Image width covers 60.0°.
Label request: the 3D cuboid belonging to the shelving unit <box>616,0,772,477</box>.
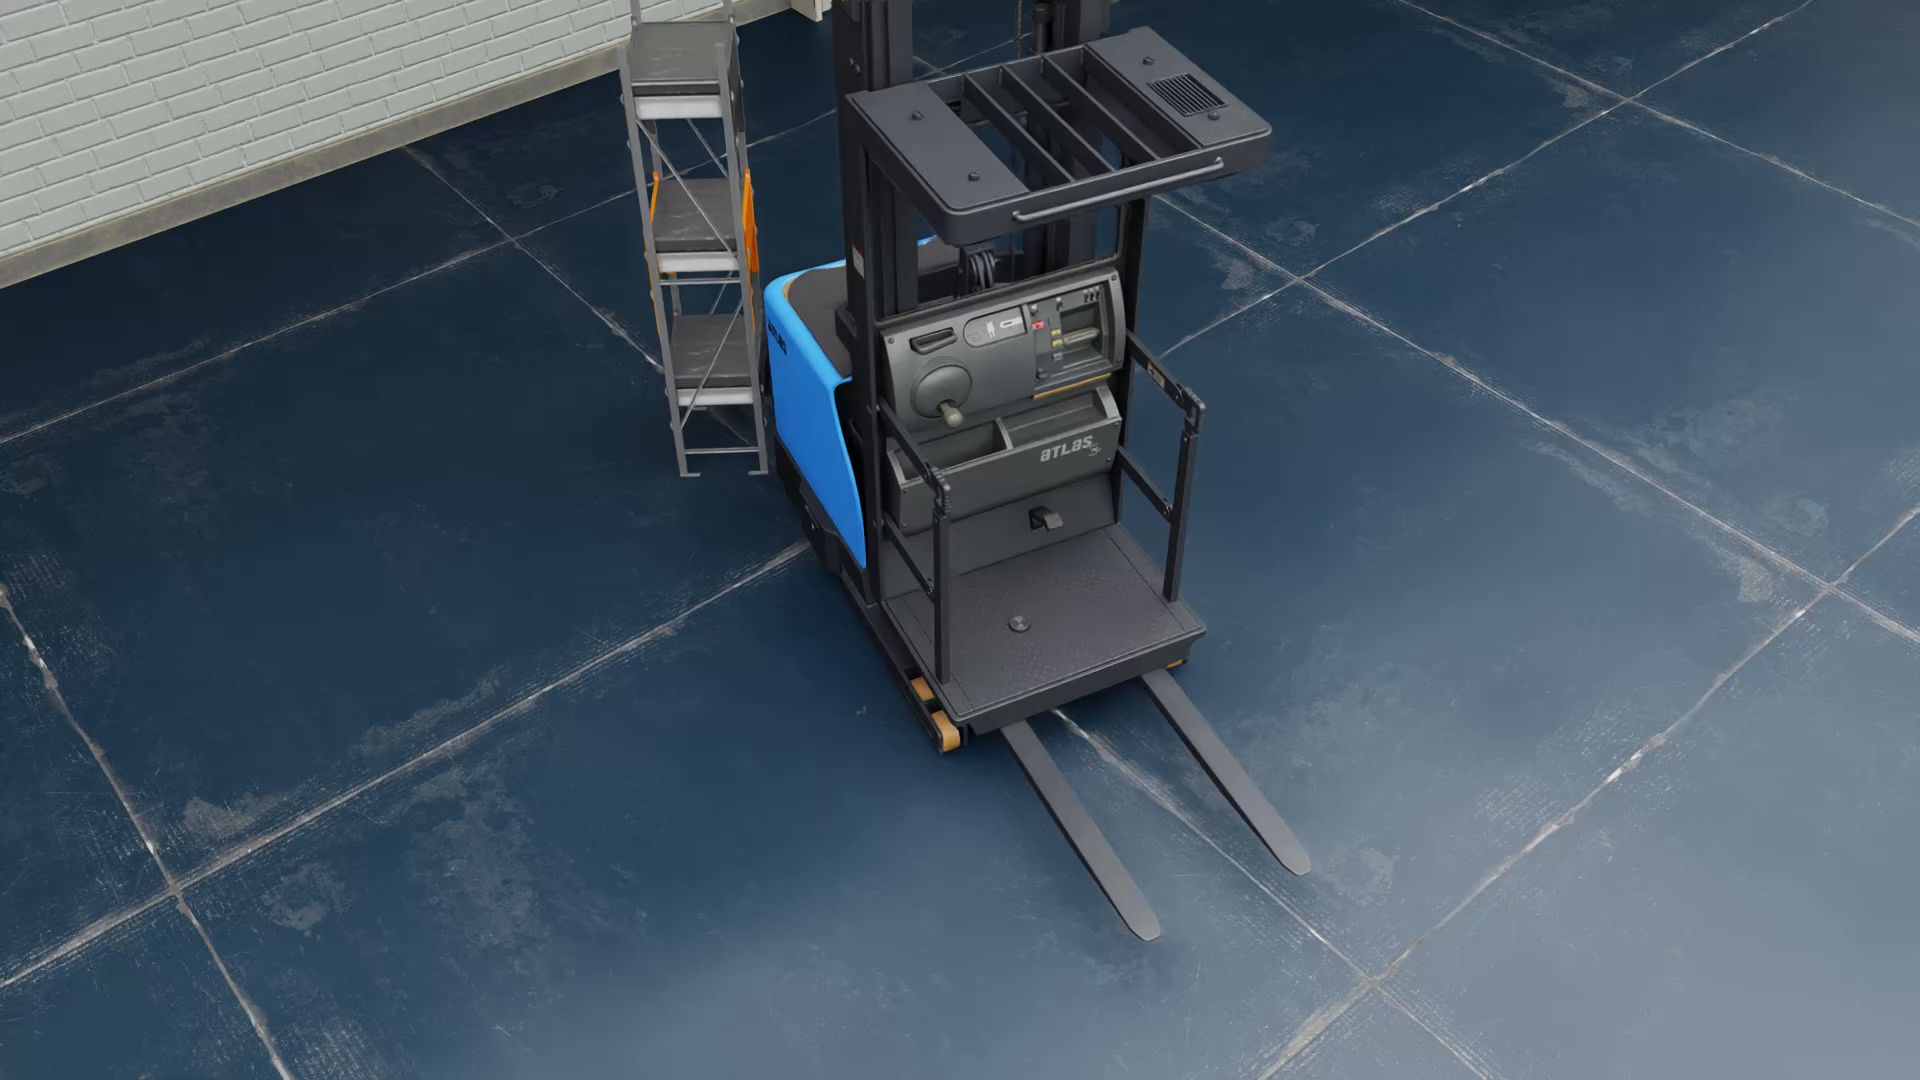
[{"bbox_3d":[-1.091,-1.235,7.082,0.431,2.100,0.503,-2,43,-2],"label":"shelving unit"}]

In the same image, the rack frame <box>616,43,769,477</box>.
[{"bbox_3d":[-1.078,-1.070,6.903,0.400,2.100,0.015,-2,43,-2],"label":"rack frame"}]

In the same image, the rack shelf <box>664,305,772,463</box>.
[{"bbox_3d":[-1.090,-0.711,7.566,0.431,0.518,0.480,-2,43,-2],"label":"rack shelf"}]

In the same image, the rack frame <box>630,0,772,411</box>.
[{"bbox_3d":[-1.104,-1.400,7.261,0.400,2.100,0.015,-2,43,-2],"label":"rack frame"}]

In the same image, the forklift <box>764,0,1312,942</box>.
[{"bbox_3d":[0.264,-0.597,5.798,1.130,2.935,3.031,-18,46,-18],"label":"forklift"}]

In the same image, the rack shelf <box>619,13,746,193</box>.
[{"bbox_3d":[-1.091,-1.740,6.616,0.431,0.518,0.480,-2,43,-2],"label":"rack shelf"}]

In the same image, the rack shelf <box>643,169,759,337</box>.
[{"bbox_3d":[-1.091,-1.225,7.091,0.431,0.518,0.480,-2,43,-2],"label":"rack shelf"}]

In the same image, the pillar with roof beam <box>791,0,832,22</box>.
[{"bbox_3d":[1.868,-4.594,5.621,0.400,9.000,9.100,-30,51,-28],"label":"pillar with roof beam"}]
